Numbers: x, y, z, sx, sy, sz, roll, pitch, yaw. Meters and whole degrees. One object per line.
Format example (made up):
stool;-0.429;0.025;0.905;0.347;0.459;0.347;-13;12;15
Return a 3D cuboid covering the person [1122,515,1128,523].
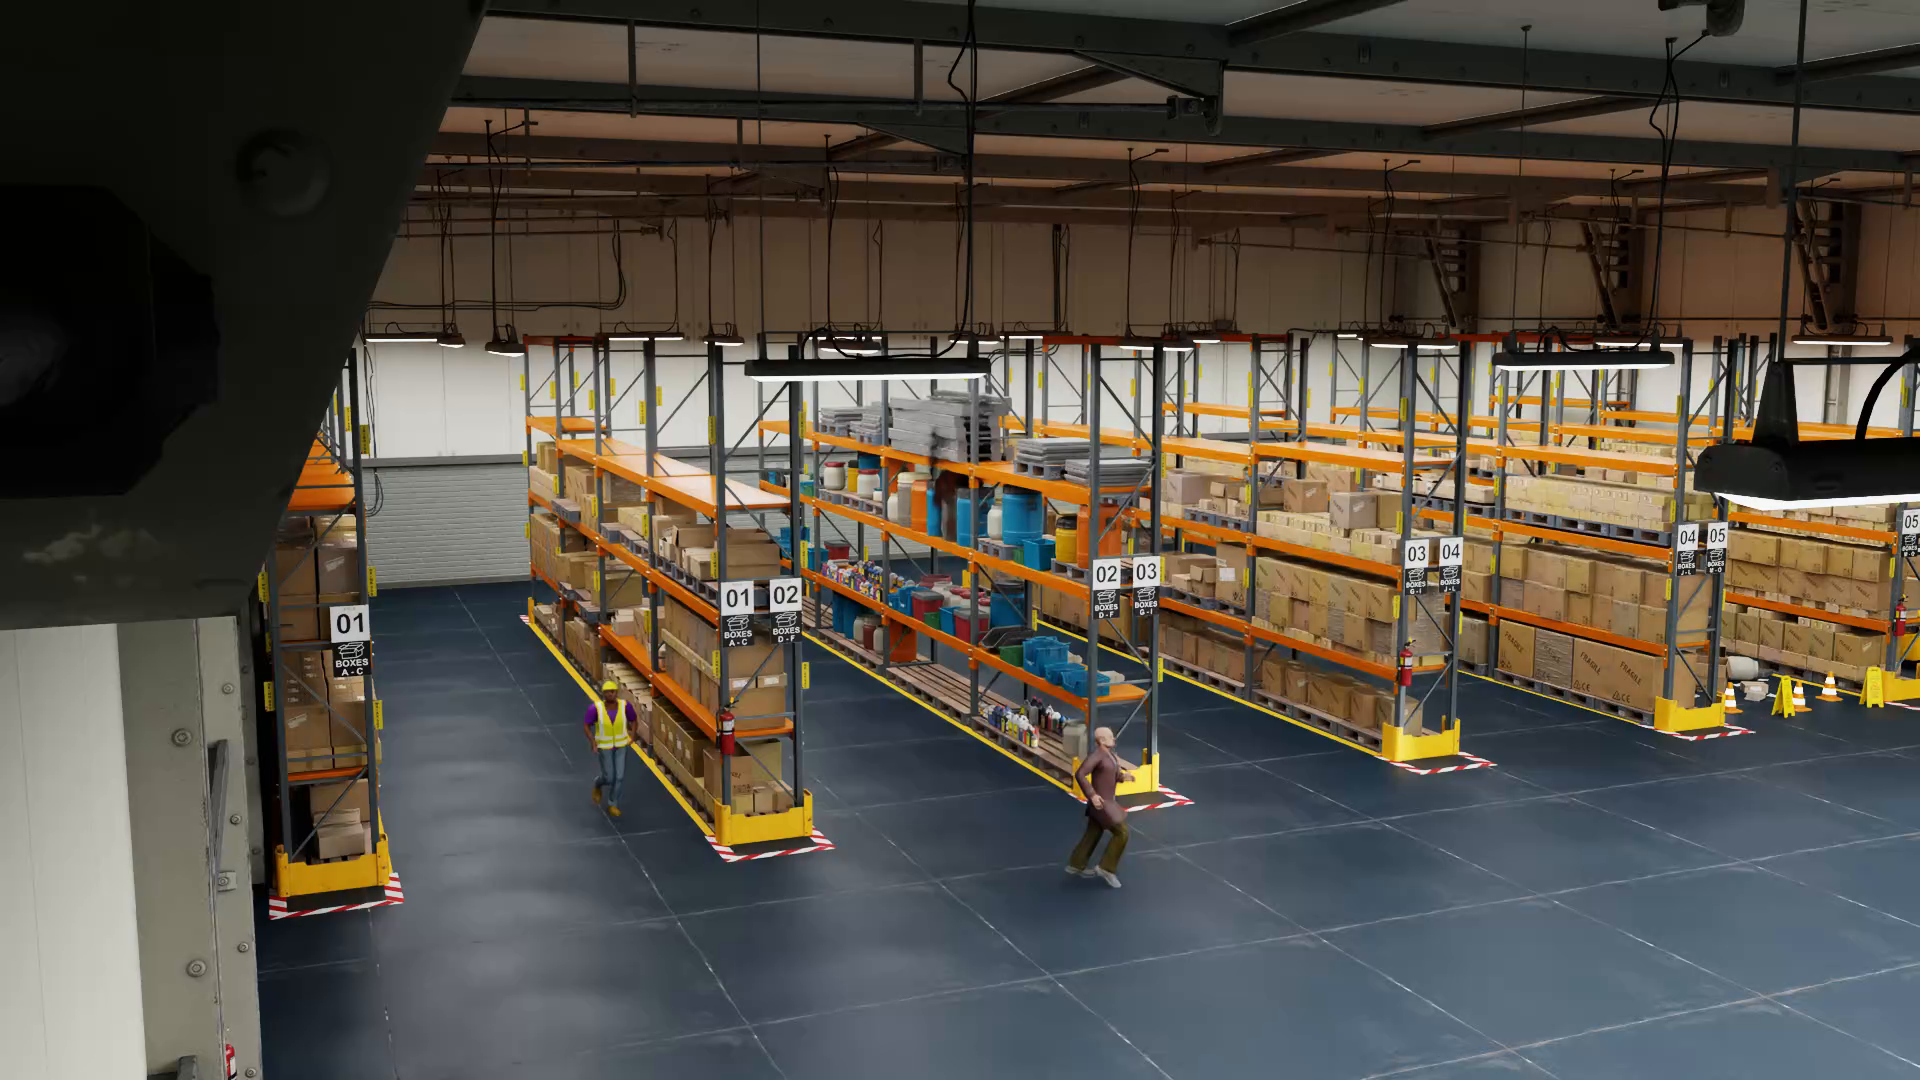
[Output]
person;3.915;0.081;41.264;0.699;1.586;0.724;-4;8;-25

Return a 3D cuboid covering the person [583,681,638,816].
person;-4.466;2.649;21.378;0.691;1.734;0.632;-3;8;-23

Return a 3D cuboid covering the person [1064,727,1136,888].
person;1.575;2.987;18.661;0.798;1.829;0.679;1;8;7
